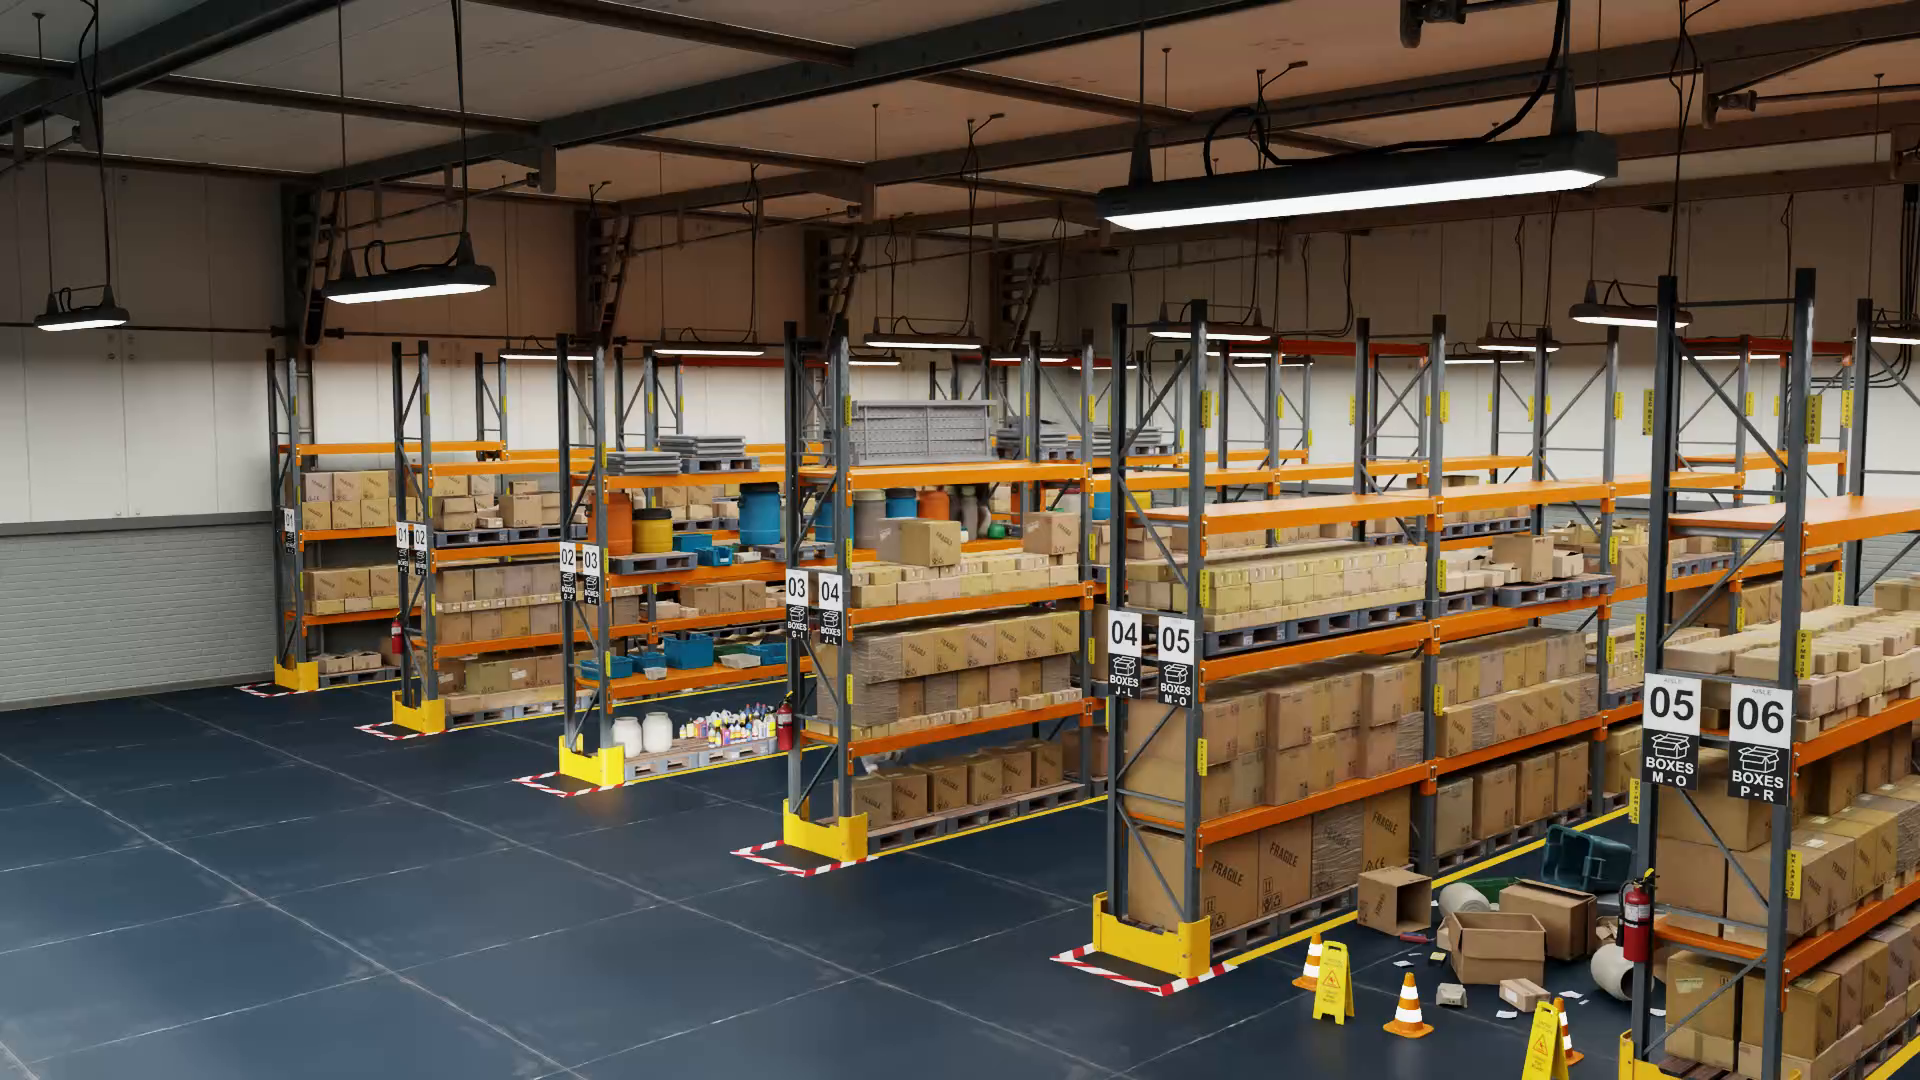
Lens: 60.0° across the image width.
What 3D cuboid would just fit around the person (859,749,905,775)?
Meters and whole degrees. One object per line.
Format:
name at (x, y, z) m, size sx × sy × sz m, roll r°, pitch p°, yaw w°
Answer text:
person at (-1.059, 2.435, 21.776) m, size 0.722 × 1.738 × 0.697 m, roll -4°, pitch 6°, yaw -37°
